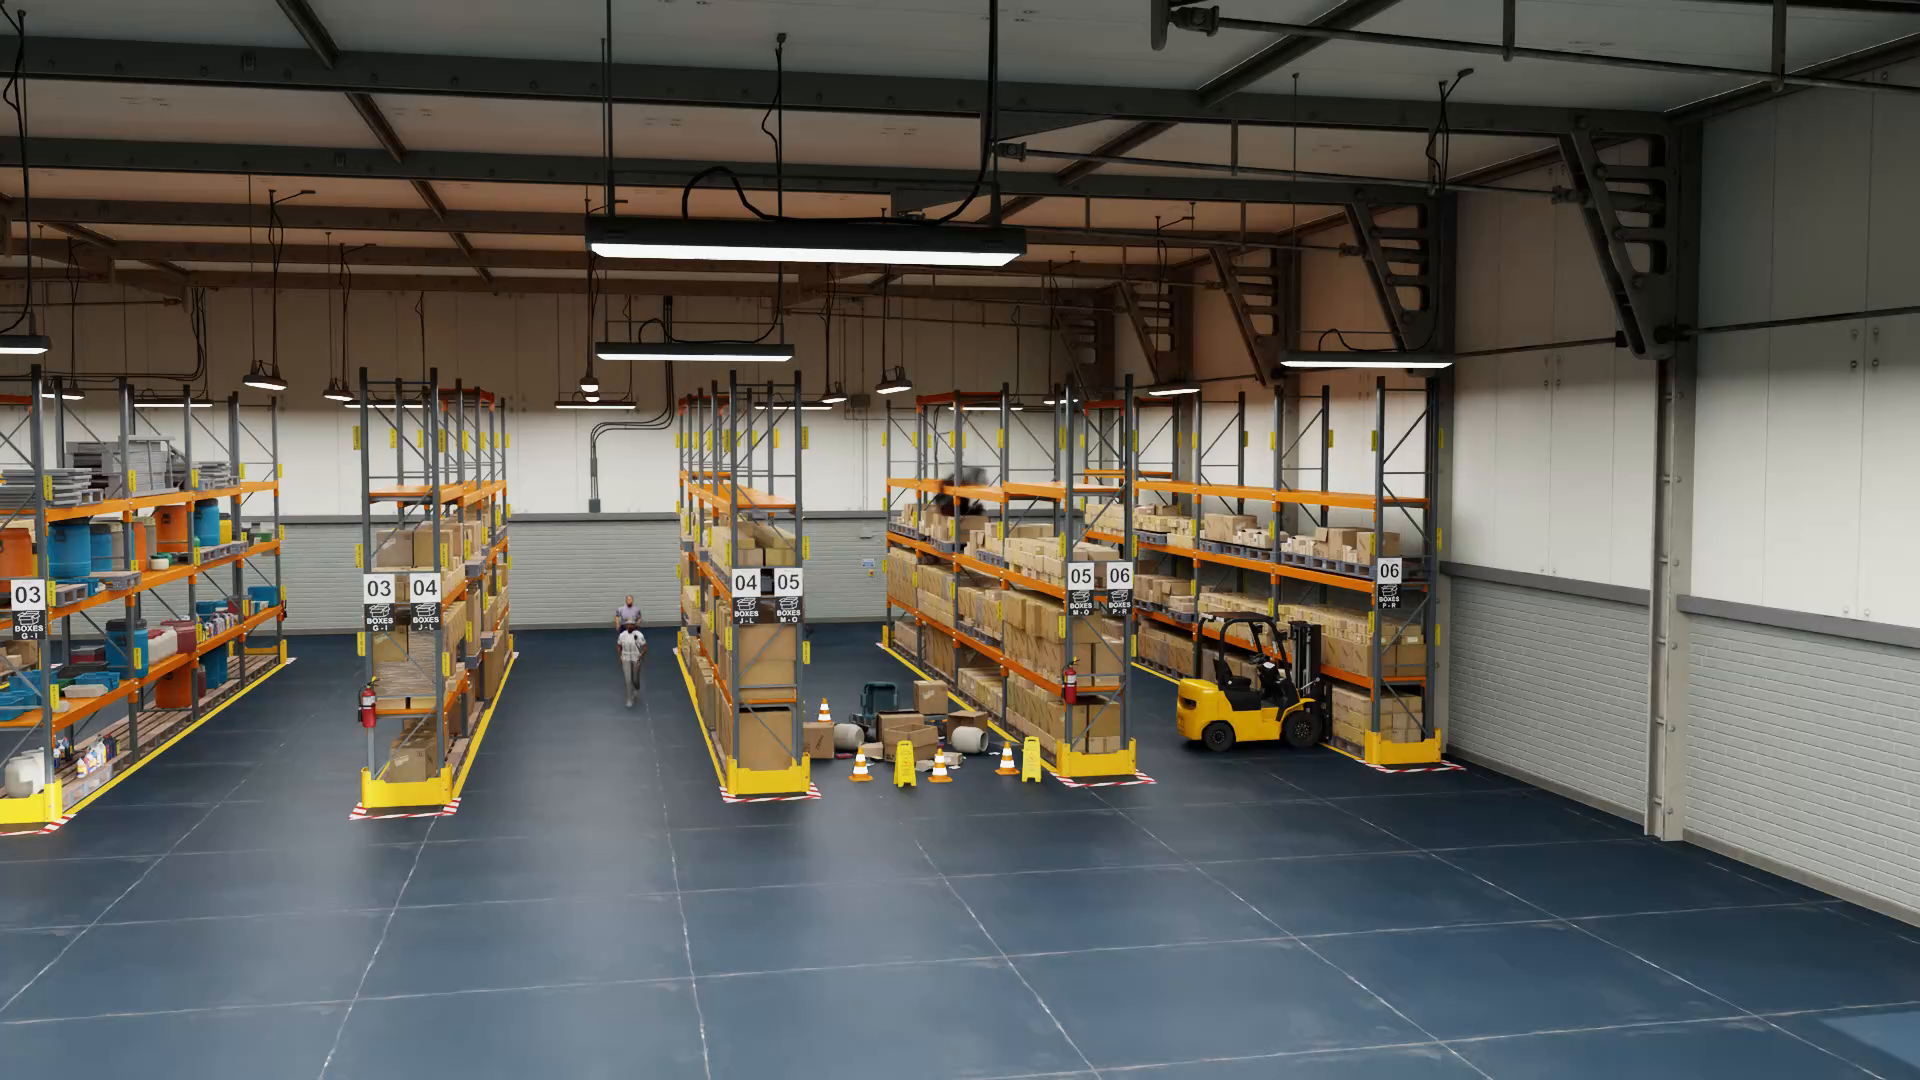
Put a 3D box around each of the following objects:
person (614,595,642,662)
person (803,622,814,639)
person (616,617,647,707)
[{"bbox_3d":[-7.292,2.018,36.640,0.593,1.607,0.552,-1,4,-17],"label":"person"},{"bbox_3d":[-4.071,1.696,41.098,0.967,1.739,0.668,-1,3,-12],"label":"person"},{"bbox_3d":[-6.262,2.293,31.707,0.597,1.685,0.763,0,3,-8],"label":"person"}]
